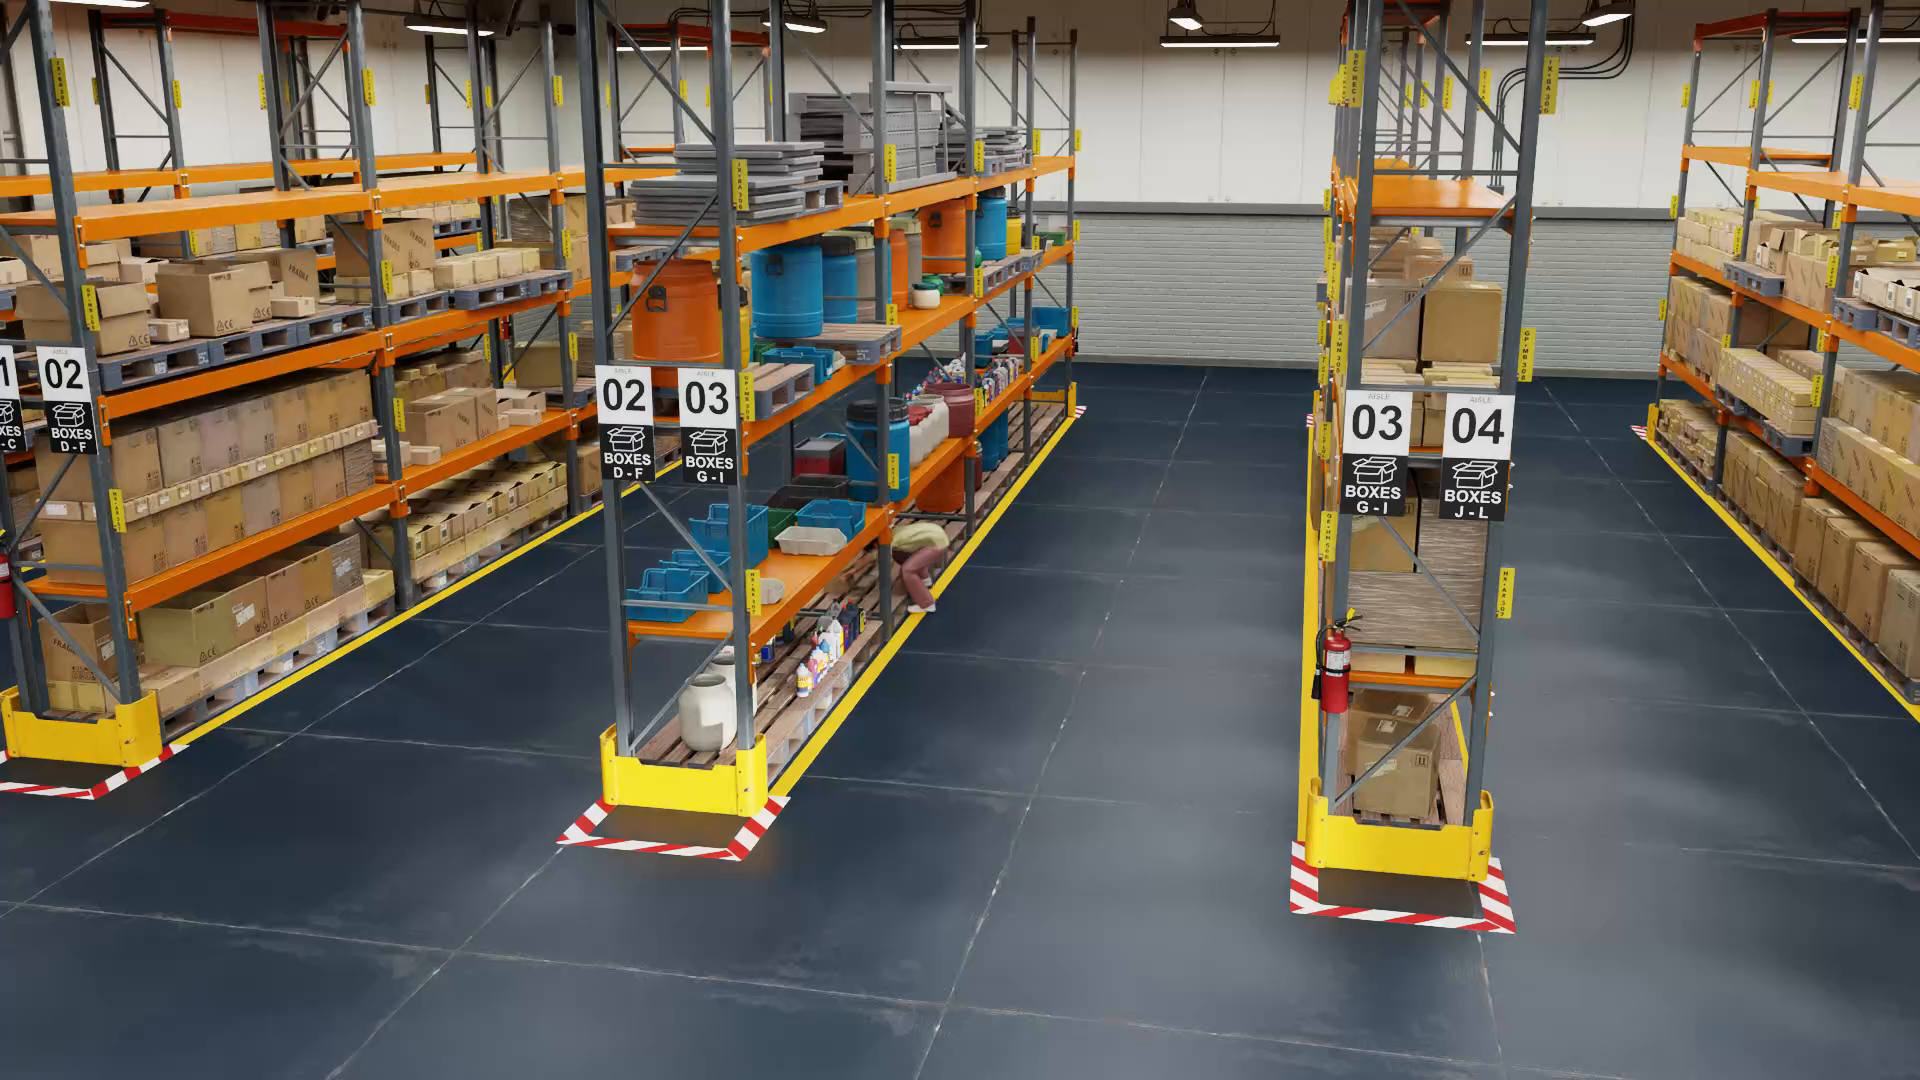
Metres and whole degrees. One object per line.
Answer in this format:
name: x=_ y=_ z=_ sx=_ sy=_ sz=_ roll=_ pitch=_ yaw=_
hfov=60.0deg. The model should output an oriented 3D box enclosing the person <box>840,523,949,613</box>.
person: x=-0.674 y=0.273 z=16.541 sx=1.132 sy=0.868 sz=0.488 roll=-2 pitch=15 yaw=-7
